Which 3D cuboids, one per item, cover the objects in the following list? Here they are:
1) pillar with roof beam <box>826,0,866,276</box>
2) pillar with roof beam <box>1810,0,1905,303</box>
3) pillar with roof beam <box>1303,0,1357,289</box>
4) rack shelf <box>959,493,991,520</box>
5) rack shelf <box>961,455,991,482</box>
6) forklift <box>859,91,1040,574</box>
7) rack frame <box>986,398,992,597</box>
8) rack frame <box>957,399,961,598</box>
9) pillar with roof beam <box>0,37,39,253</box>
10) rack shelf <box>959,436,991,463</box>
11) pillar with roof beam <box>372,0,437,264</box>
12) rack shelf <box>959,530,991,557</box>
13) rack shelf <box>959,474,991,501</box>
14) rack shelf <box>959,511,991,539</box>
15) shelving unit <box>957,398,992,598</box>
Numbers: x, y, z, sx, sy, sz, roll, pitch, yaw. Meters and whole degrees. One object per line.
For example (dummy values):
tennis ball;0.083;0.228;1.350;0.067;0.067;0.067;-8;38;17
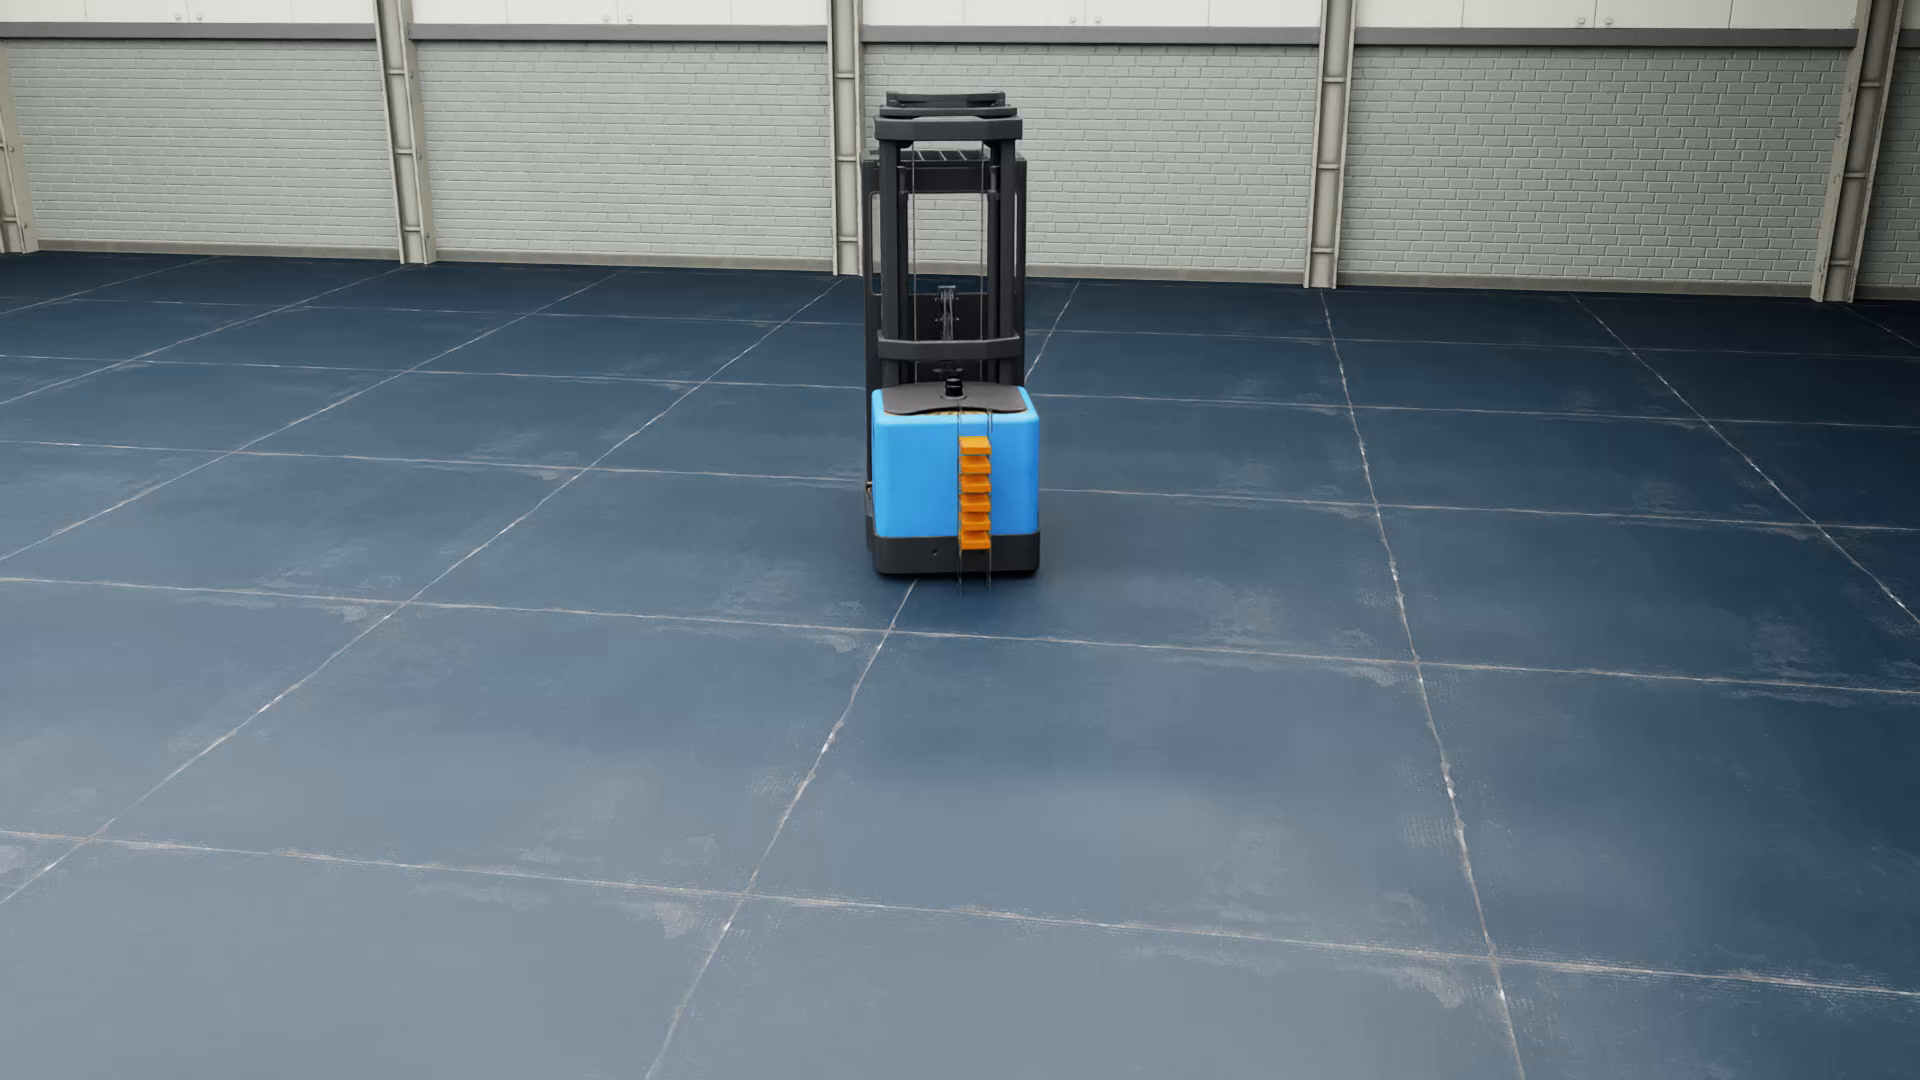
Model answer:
pillar with roof beam;-2.110;-6.396;16.237;0.400;9.000;9.100;3;19;9
pillar with roof beam;9.738;-5.792;14.432;0.400;9.000;9.100;3;19;9
pillar with roof beam;3.814;-6.094;15.335;0.400;9.000;9.100;3;19;9
rack shelf;0.088;-0.211;10.182;0.180;0.103;0.258;-1;19;-4
rack shelf;0.088;-0.438;10.106;0.180;0.103;0.258;-1;19;-4
forklift;-0.123;-1.598;11.460;1.130;2.935;3.031;-1;19;-4
rack frame;0.179;-0.255;10.174;0.006;1.200;0.240;-1;19;-4
rack frame;-0.004;-0.251;10.161;0.006;1.200;0.240;-1;19;-4
pillar with roof beam;-13.959;-7.000;18.042;0.400;9.000;9.100;3;19;9
rack shelf;0.088;-0.552;10.068;0.180;0.103;0.258;-1;19;-4
pillar with roof beam;-8.034;-6.698;17.140;0.400;9.000;9.100;3;19;9
rack shelf;0.088;0.017;10.258;0.180;0.103;0.258;-1;19;-4
rack shelf;0.088;-0.325;10.144;0.180;0.103;0.258;-1;19;-4
rack shelf;0.088;-0.097;10.220;0.180;0.103;0.258;-1;19;-4
shelving unit;0.088;-0.253;10.168;0.189;1.200;0.258;-1;19;-4
